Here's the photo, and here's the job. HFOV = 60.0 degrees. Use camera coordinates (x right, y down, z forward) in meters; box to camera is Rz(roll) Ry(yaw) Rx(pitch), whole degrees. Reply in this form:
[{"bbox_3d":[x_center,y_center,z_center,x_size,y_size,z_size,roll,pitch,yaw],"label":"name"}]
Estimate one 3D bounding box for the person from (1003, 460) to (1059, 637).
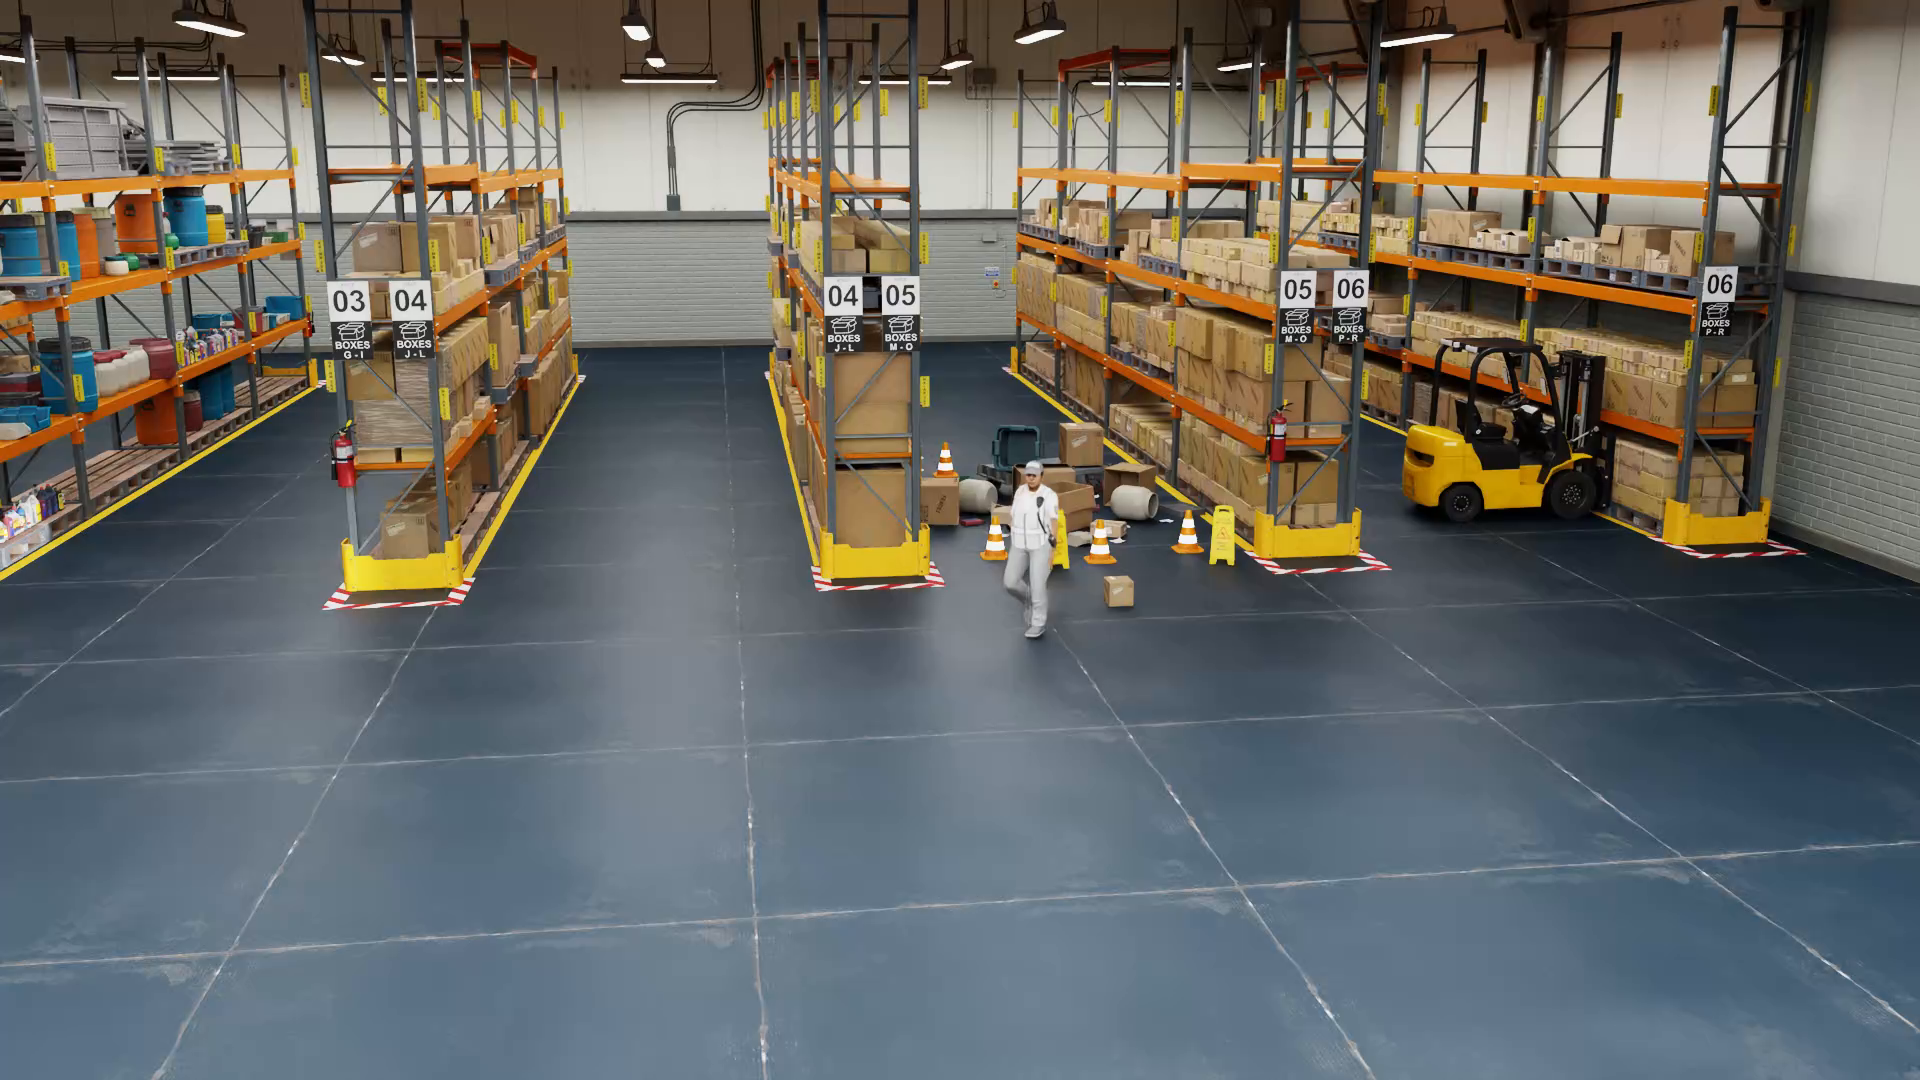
[{"bbox_3d":[0.699,0.059,15.621,0.502,1.652,0.498,7,15,27],"label":"person"}]
